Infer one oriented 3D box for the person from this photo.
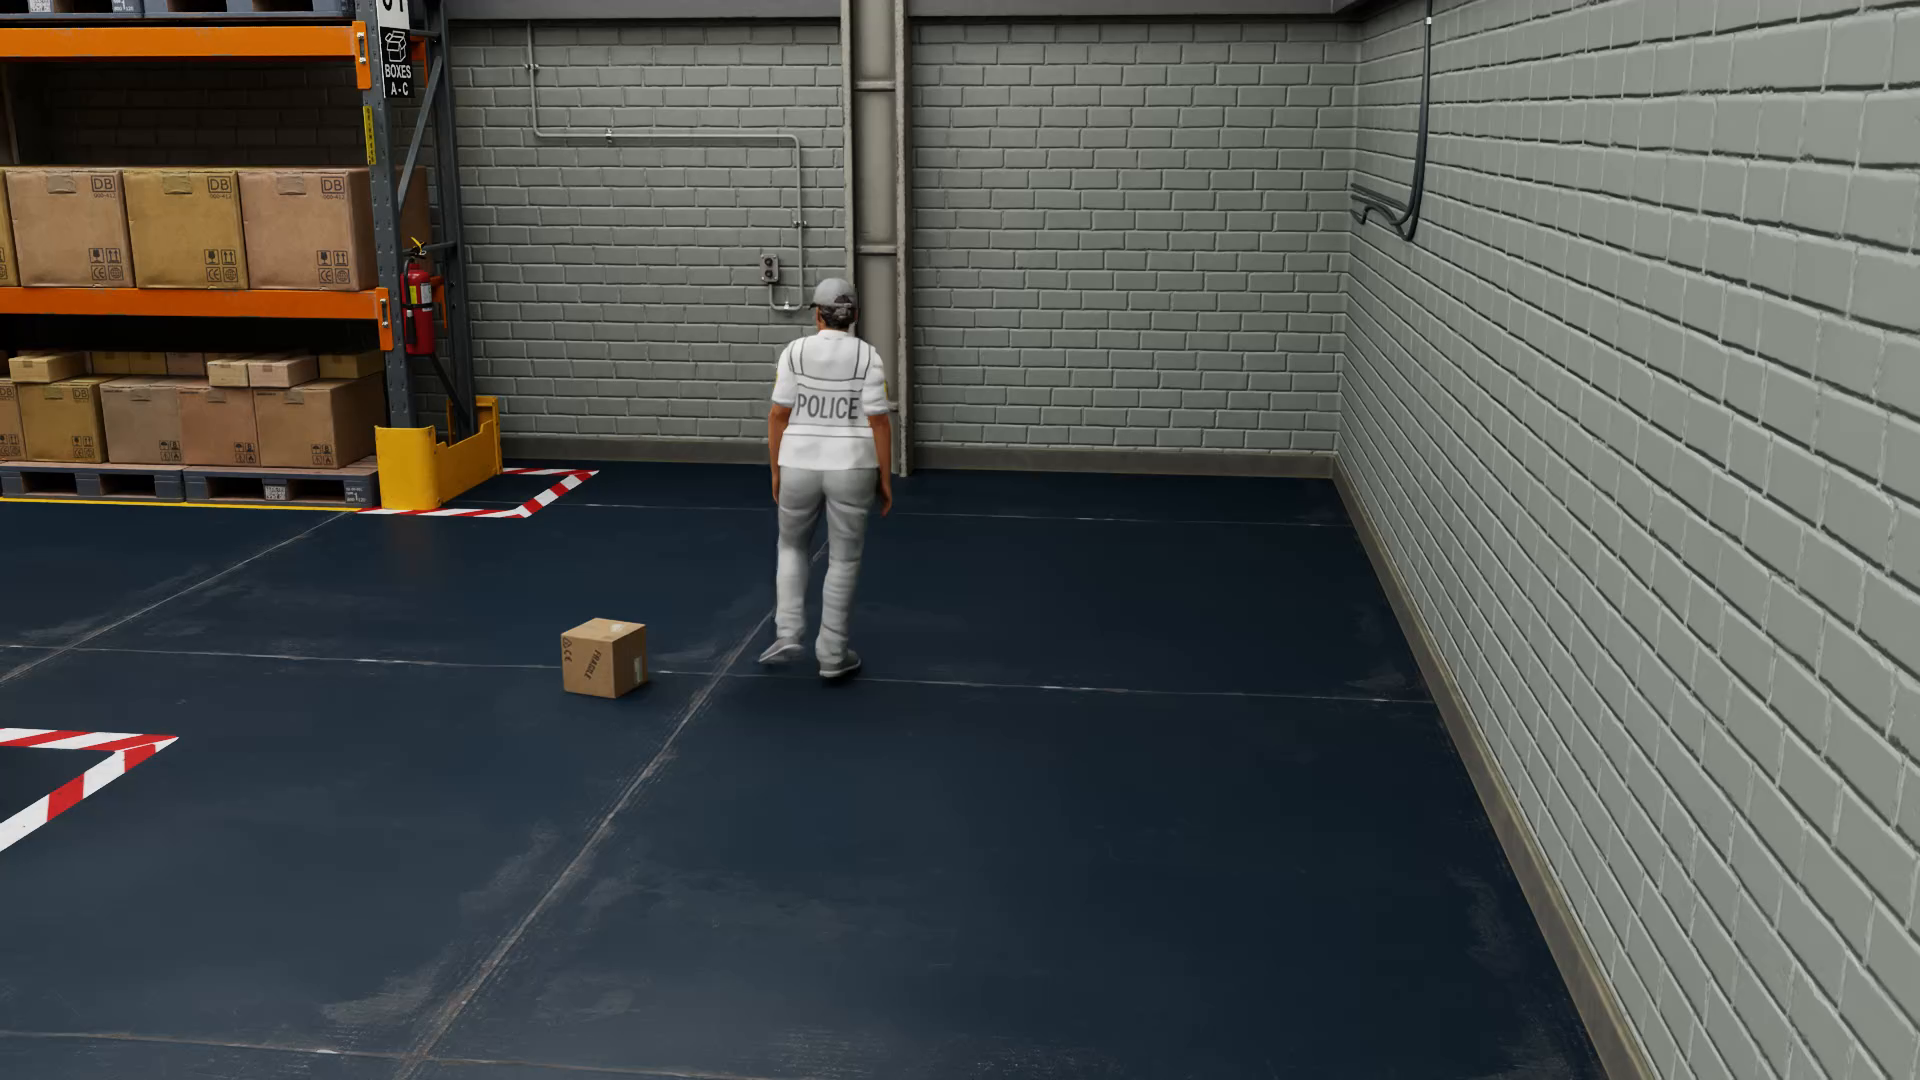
[{"bbox_3d":[-0.574,-0.260,6.960,0.578,1.653,0.476,2,14,6],"label":"person"}]
